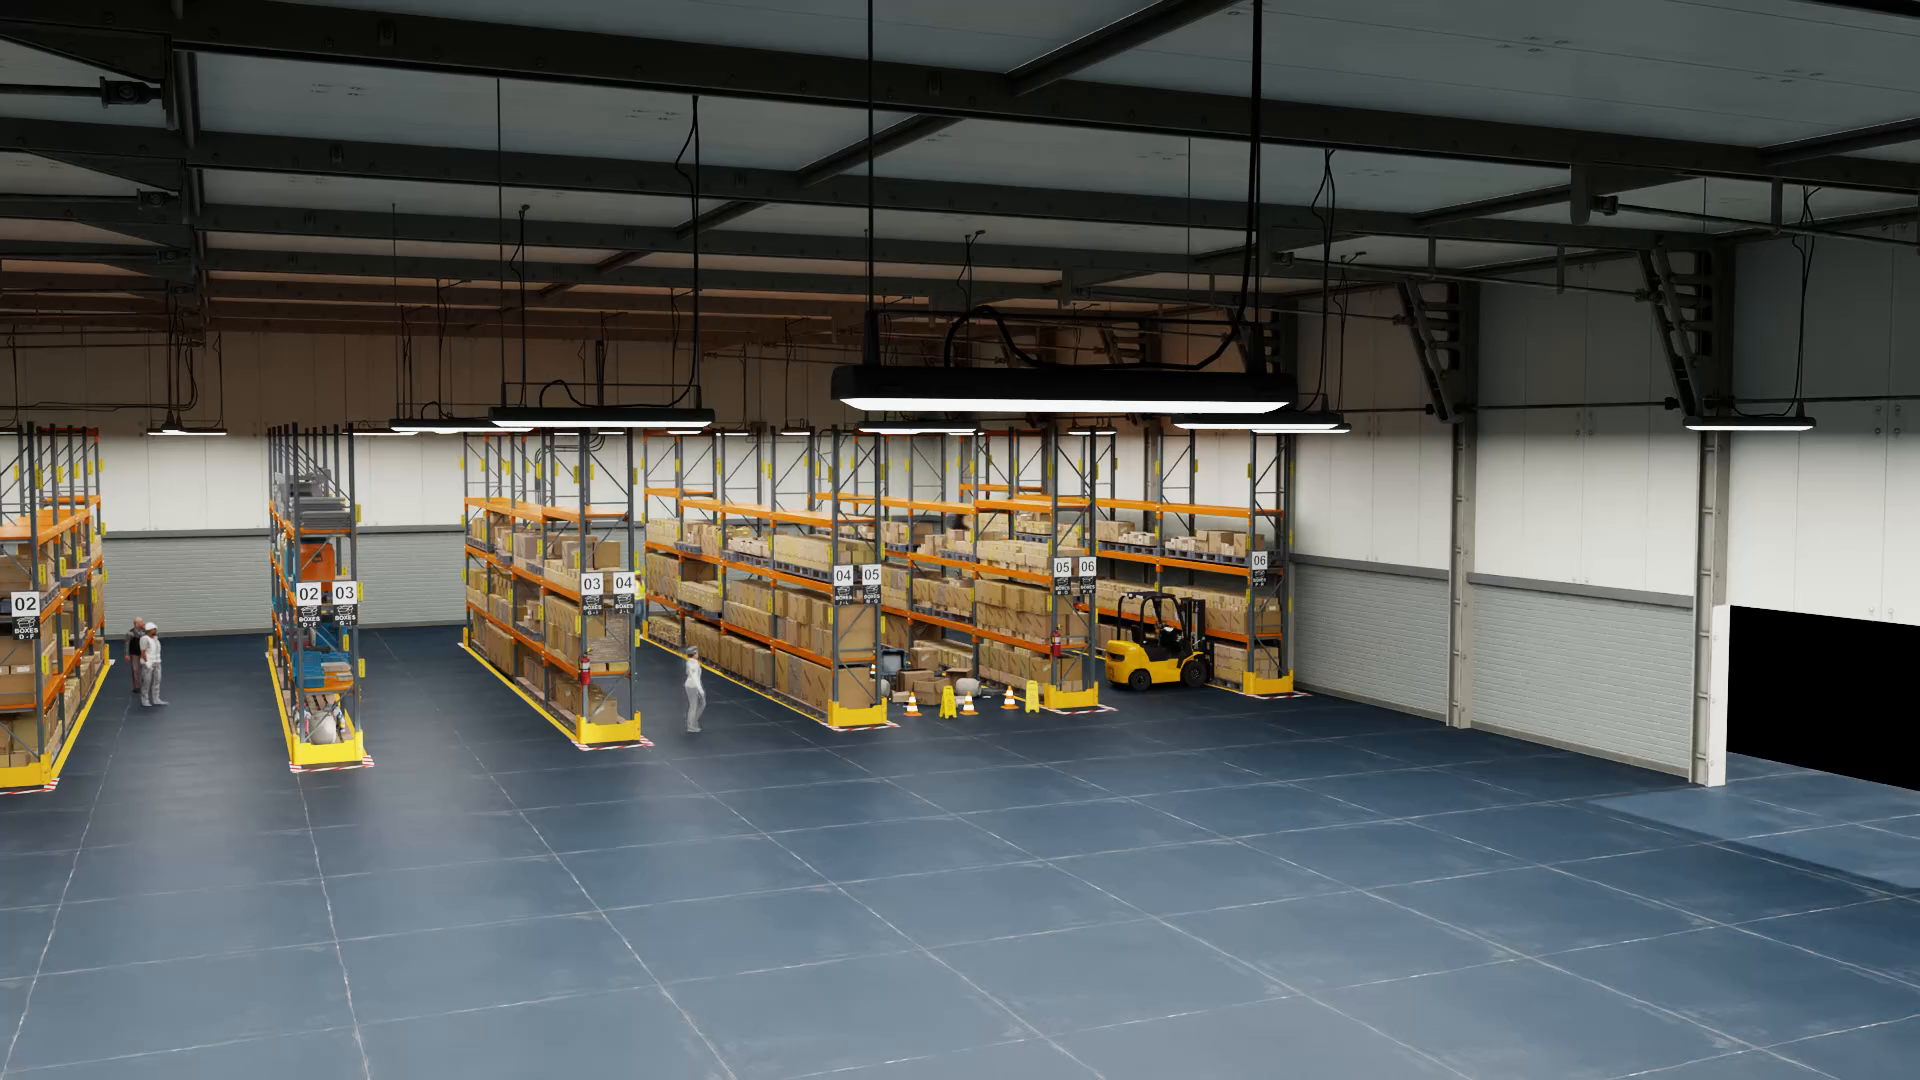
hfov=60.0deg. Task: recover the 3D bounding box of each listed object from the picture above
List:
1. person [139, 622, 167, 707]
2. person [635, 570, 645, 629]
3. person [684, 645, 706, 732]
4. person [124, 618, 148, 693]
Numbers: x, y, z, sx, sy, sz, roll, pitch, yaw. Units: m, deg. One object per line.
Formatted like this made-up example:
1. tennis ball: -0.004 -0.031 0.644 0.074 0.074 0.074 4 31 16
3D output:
1. person: -17.292 2.659 35.581 0.521 1.796 0.567 1 4 20
2. person: -9.646 1.787 49.817 0.689 1.755 0.590 2 4 25
3. person: -5.167 2.924 32.523 0.441 1.720 0.528 0 3 2
4. person: -18.467 2.588 37.489 0.681 1.672 1.045 -2 4 -26
